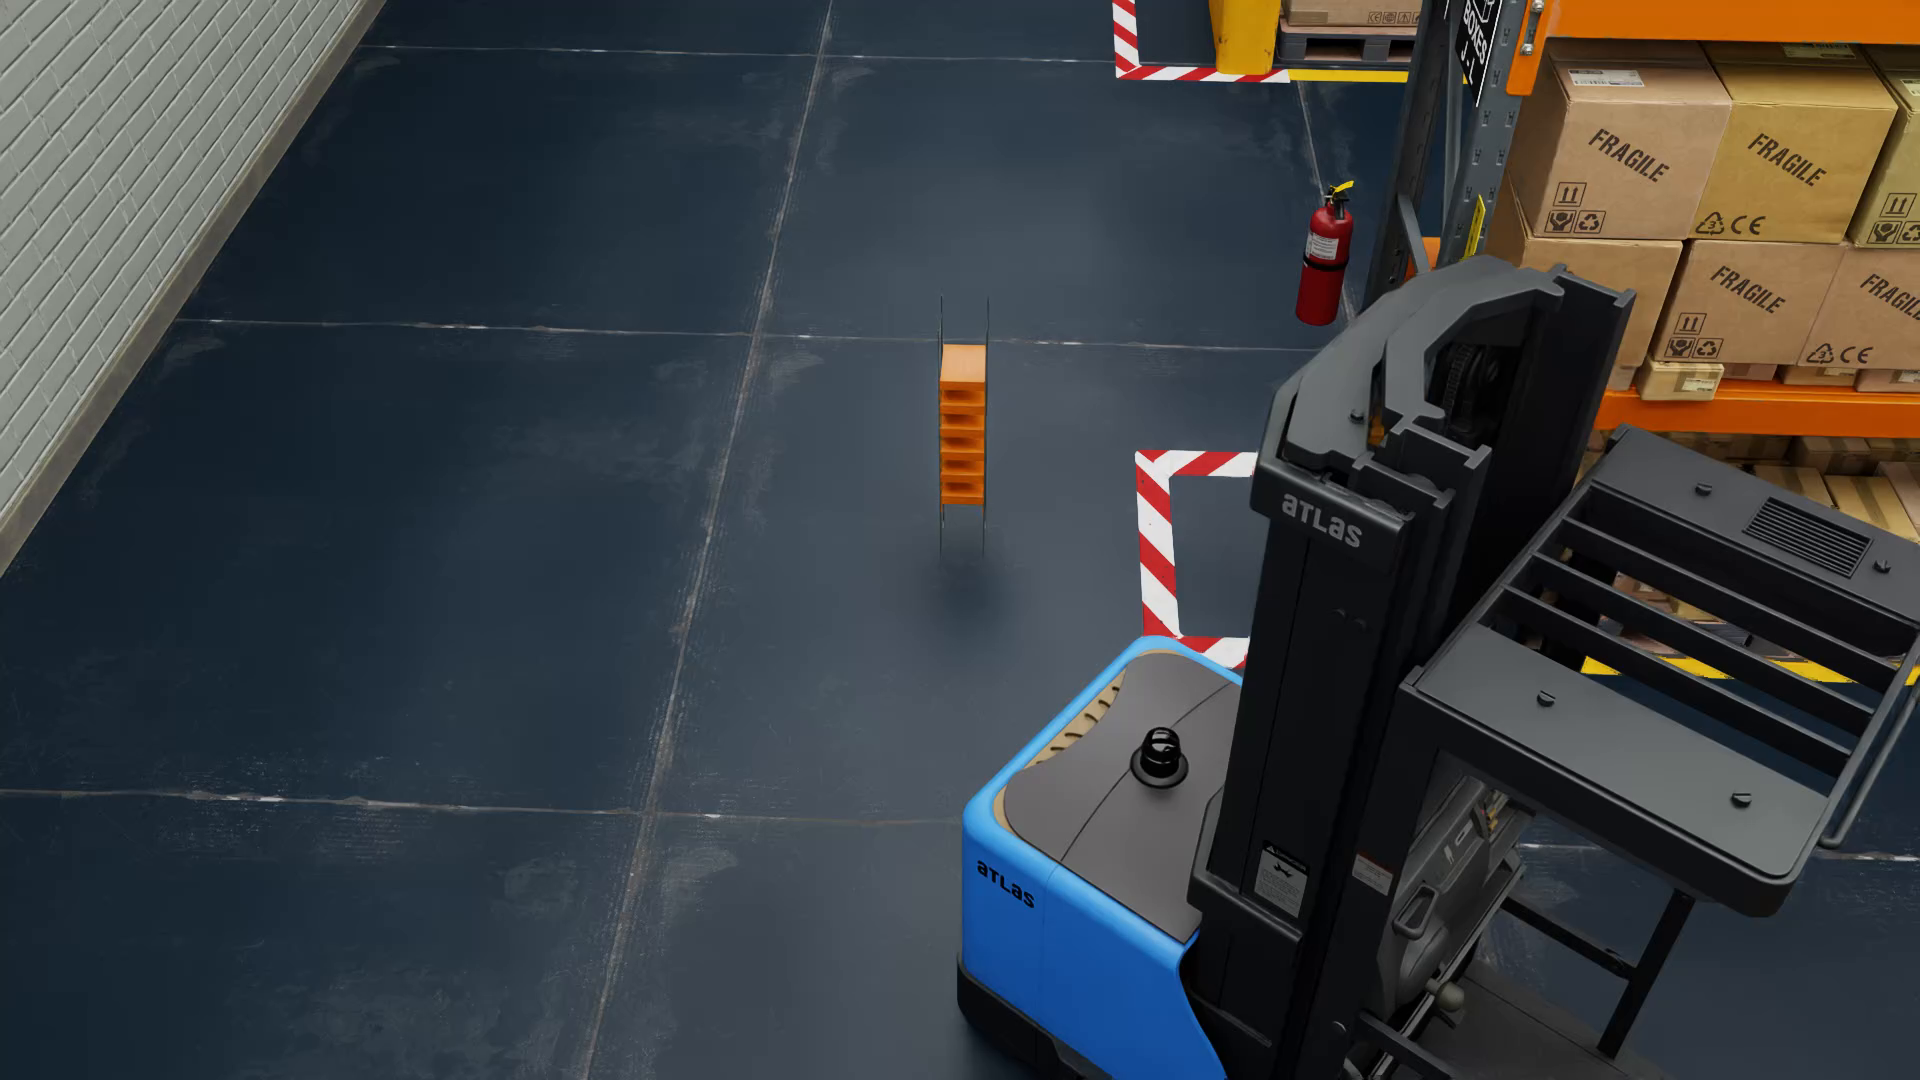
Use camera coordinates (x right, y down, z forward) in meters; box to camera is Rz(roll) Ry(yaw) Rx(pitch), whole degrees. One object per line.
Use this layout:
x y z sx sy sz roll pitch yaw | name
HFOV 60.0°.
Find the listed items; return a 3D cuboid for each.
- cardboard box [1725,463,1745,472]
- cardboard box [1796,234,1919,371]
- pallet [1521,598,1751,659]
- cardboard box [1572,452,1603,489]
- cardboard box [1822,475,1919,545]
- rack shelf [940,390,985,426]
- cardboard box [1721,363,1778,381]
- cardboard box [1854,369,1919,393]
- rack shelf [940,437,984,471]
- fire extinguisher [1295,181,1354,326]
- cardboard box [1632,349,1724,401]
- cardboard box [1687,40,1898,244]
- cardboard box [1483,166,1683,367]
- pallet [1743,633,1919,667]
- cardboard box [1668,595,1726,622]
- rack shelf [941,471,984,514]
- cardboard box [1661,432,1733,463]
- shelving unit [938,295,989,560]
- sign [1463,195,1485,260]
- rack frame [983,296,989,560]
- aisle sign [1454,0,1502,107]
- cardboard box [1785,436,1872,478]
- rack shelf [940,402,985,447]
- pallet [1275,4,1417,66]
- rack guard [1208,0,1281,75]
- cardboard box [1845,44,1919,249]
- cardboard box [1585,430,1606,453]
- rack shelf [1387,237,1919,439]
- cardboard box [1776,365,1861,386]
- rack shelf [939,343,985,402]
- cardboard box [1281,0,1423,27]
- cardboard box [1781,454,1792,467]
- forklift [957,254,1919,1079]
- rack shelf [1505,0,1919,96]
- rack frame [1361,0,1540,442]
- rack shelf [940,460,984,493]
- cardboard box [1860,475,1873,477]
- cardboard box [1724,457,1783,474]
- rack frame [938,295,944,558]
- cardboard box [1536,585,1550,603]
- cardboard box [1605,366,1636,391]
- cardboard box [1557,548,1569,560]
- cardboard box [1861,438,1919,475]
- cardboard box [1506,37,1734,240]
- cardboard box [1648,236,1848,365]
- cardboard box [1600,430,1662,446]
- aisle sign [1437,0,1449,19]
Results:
2.987 -0.128 6.533 0.250 0.149 0.380 0 43 0 | cardboard box
3.162 -0.940 5.767 0.500 0.500 0.500 2 43 2 | cardboard box
2.587 0.052 7.039 1.213 0.211 1.003 2 43 2 | pallet
2.490 -0.174 6.583 0.250 0.149 0.380 2 43 3 | cardboard box
3.525 -0.073 6.475 0.250 0.149 0.380 2 43 3 | cardboard box
0.014 -0.582 6.707 0.180 0.103 0.258 2 43 2 | rack shelf
2.797 -0.755 6.045 0.250 0.149 0.380 4 43 4 | cardboard box
3.312 -0.704 5.989 0.250 0.149 0.380 1 43 1 | cardboard box
0.014 -0.406 6.871 0.180 0.103 0.258 2 43 2 | rack shelf
1.470 -1.177 6.643 0.183 0.674 0.296 2 43 2 | fire extinguisher
2.532 -0.670 5.953 0.250 0.149 0.380 1 43 1 | cardboard box
2.642 -1.325 5.447 0.500 0.500 0.500 3 43 3 | cardboard box
2.137 -0.963 5.792 0.500 0.500 0.500 4 43 4 | cardboard box
3.802 0.091 6.997 1.213 0.211 1.003 2 43 2 | pallet
2.974 0.142 6.681 0.250 0.149 0.380 2 43 2 | cardboard box
0.014 -0.230 7.034 0.180 0.103 0.258 2 43 2 | rack shelf
3.010 -0.485 6.917 0.250 0.149 0.380 0 43 0 | cardboard box
0.014 -0.439 6.841 0.189 1.200 0.258 2 43 2 | shelving unit
1.677 -0.967 5.452 0.005 0.325 0.100 2 43 2 | sign
0.106 -0.436 6.838 0.006 1.200 0.240 2 43 2 | rack frame
1.614 -1.769 5.041 0.004 0.787 0.394 2 43 2 | aisle sign
3.539 -0.431 6.859 0.250 0.149 0.380 0 43 0 | cardboard box
0.014 -0.494 6.789 0.180 0.103 0.258 2 43 2 | rack shelf
2.625 -3.402 10.747 1.213 0.211 1.003 2 43 2 | pallet
1.799 -3.479 10.618 0.348 0.500 1.175 2 43 2 | rack guard
3.160 -1.294 5.413 0.500 0.500 0.500 1 43 1 | cardboard box
2.490 -0.457 6.887 0.250 0.149 0.380 3 43 3 | cardboard box
3.699 -0.695 6.323 4.000 0.370 1.077 2 43 2 | rack shelf
3.067 -0.730 6.018 0.250 0.149 0.380 1 43 1 | cardboard box
0.014 -0.669 6.625 0.180 0.103 0.258 2 43 2 | rack shelf
2.487 -3.657 10.547 0.875 0.438 0.875 0 43 0 | cardboard box
3.533 -0.375 7.017 0.250 0.149 0.380 4 43 4 | cardboard box
1.449 0.888 4.146 3.031 2.935 1.130 29 50 28 | forklift
3.699 -1.792 5.301 4.000 0.370 1.077 2 43 2 | rack shelf
1.701 -1.019 6.144 0.127 3.000 1.000 2 43 2 | rack frame
0.014 -0.318 6.953 0.180 0.103 0.258 2 43 2 | rack shelf
3.810 -0.385 7.028 0.250 0.149 0.380 2 43 2 | cardboard box
3.278 -0.395 7.039 0.250 0.149 0.380 2 43 3 | cardboard box
-0.077 -0.441 6.844 0.006 1.200 0.240 2 43 2 | rack frame
2.210 0.104 6.721 0.250 0.149 0.380 3 43 3 | cardboard box
2.266 -0.715 6.001 0.250 0.149 0.380 3 43 3 | cardboard box
2.209 -0.100 6.504 0.250 0.149 0.380 0 43 0 | cardboard box
3.802 -0.442 6.871 0.250 0.149 0.380 2 43 2 | cardboard box
2.137 -1.336 5.459 0.500 0.500 0.500 2 43 2 | cardboard box
2.673 -0.964 5.793 0.500 0.500 0.500 2 43 2 | cardboard box
2.754 -0.536 6.971 0.250 0.149 0.380 1 43 1 | cardboard box
1.641 -2.177 5.479 0.004 0.787 0.394 2 43 2 | aisle sign
